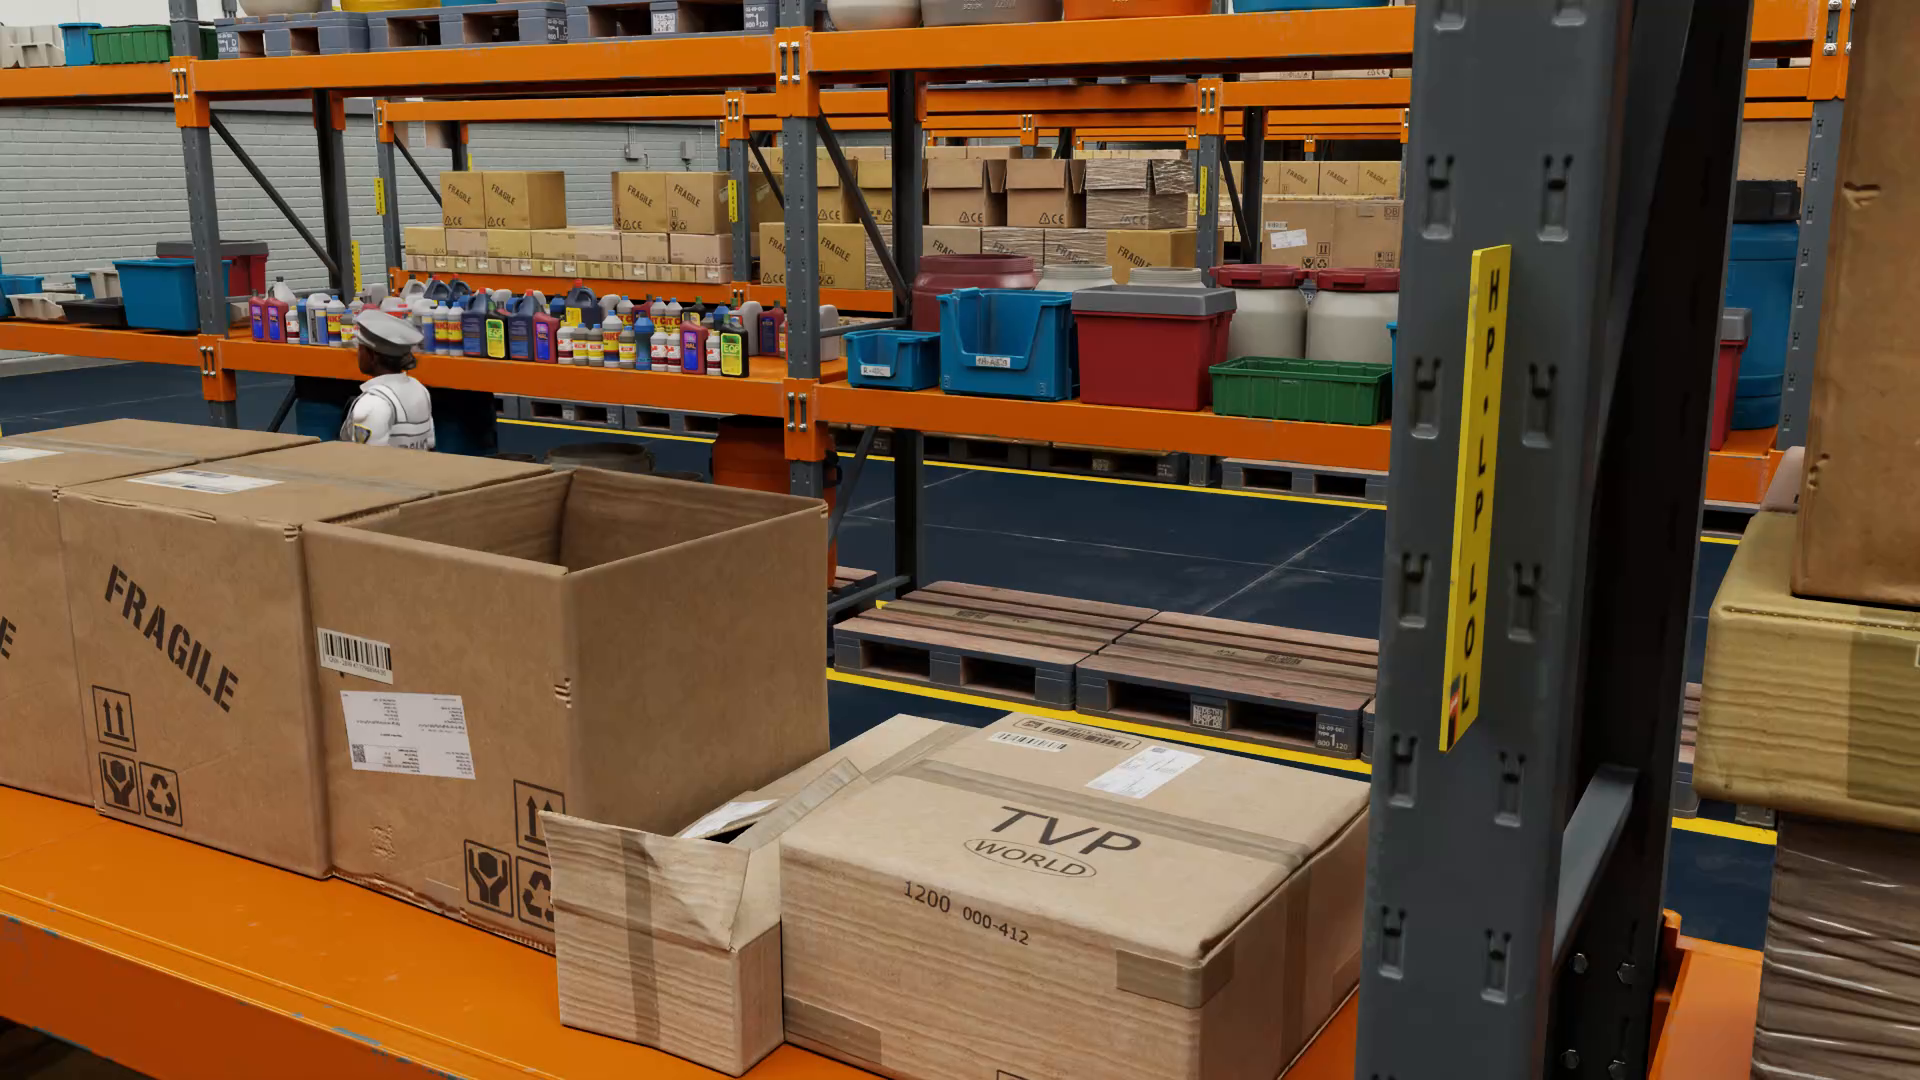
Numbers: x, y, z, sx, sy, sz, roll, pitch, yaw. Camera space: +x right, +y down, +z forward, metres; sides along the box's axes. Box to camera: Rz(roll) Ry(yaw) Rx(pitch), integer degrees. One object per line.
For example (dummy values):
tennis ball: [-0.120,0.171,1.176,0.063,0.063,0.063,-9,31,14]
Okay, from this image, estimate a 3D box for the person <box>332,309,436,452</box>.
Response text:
person: [-2.313,-0.062,6.642,0.441,1.714,0.440,1,13,5]
